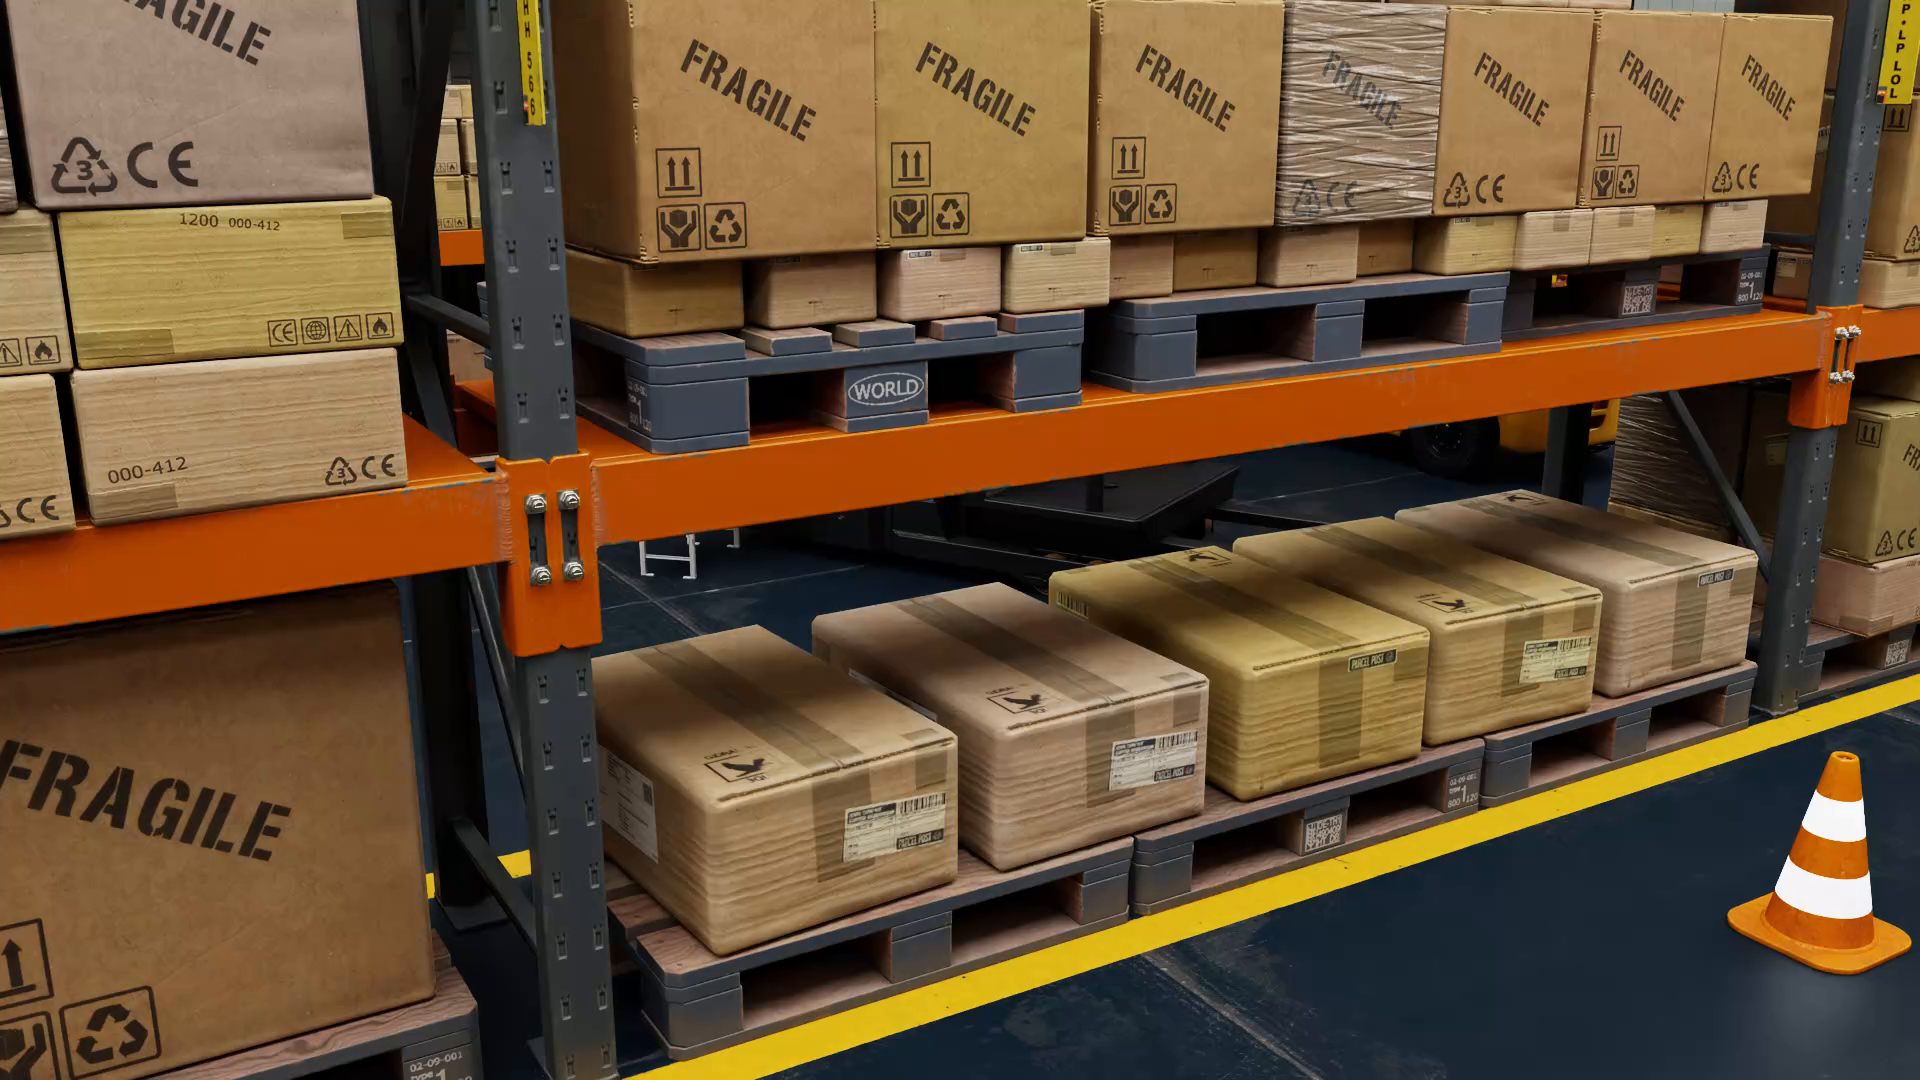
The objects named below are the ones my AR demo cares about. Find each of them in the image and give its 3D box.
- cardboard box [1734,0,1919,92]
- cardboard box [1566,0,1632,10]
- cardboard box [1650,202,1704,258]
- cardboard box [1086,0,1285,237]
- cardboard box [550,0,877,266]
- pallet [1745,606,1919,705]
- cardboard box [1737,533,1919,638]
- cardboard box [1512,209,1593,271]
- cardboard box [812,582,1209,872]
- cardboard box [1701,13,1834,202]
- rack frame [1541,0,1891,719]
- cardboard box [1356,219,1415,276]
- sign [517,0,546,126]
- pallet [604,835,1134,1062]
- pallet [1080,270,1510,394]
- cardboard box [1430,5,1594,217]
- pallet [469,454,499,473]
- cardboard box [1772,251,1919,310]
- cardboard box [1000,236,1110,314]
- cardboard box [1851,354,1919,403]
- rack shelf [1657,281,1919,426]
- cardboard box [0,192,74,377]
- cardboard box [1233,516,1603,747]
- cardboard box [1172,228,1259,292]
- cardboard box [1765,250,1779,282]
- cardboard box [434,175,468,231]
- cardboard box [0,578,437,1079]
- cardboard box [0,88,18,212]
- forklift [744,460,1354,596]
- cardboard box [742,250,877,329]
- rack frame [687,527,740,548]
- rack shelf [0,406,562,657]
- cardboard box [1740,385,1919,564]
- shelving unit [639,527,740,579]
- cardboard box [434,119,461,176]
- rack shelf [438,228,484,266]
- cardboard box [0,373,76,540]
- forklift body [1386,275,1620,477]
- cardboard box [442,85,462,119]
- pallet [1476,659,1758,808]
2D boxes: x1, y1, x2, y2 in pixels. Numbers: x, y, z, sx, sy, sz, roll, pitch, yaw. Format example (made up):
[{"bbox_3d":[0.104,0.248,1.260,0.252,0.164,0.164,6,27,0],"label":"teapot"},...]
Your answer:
[{"bbox_3d":[2.905,-1.675,5.239,0.500,0.500,0.700,-9,18,-30],"label":"cardboard box"},{"bbox_3d":[1.552,-1.482,4.422,0.250,0.149,0.380,-10,18,-31],"label":"cardboard box"},{"bbox_3d":[1.882,-0.904,4.766,0.250,0.149,0.380,-10,18,-31],"label":"cardboard box"},{"bbox_3d":[0.387,-0.987,3.859,0.500,0.500,0.500,-9,18,-29],"label":"cardboard box"},{"bbox_3d":[-0.508,-0.838,3.326,0.500,0.500,0.500,-10,18,-31],"label":"cardboard box"},{"bbox_3d":[2.973,0.250,6.127,1.213,0.211,1.003,-9,18,-30],"label":"pallet"},{"bbox_3d":[3.061,0.111,5.772,0.500,0.250,0.500,-10,19,-32],"label":"cardboard box"},{"bbox_3d":[1.463,-0.824,4.479,0.250,0.149,0.380,-9,18,-29],"label":"cardboard box"},{"bbox_3d":[0.105,0.447,4.347,0.625,0.372,0.950,-10,18,-31],"label":"cardboard box"},{"bbox_3d":[2.138,-1.267,4.859,0.500,0.500,0.500,-10,18,-31],"label":"cardboard box"},{"bbox_3d":[2.416,-0.991,5.388,0.127,3.000,1.000,-9,18,-30],"label":"rack frame"},{"bbox_3d":[0.956,-0.786,4.342,0.250,0.149,0.380,-10,18,-32],"label":"cardboard box"},{"bbox_3d":[-0.724,-0.865,2.792,0.005,0.325,0.100,-9,18,-30],"label":"sign"},{"bbox_3d":[-0.342,0.799,4.167,1.213,0.211,1.003,-9,18,-30],"label":"pallet"},{"bbox_3d":[0.663,-0.627,4.446,1.213,0.211,1.003,-9,18,-30],"label":"pallet"},{"bbox_3d":[1.268,-1.128,4.361,0.500,0.500,0.500,-9,18,-28],"label":"cardboard box"},{"bbox_3d":[-2.847,-0.346,8.252,1.213,0.211,1.003,-9,18,-30],"label":"pallet"},{"bbox_3d":[2.851,-0.840,5.313,0.250,0.149,0.380,-9,18,-30],"label":"cardboard box"},{"bbox_3d":[0.126,-0.611,3.719,0.250,0.149,0.380,-9,18,-29],"label":"cardboard box"},{"bbox_3d":[3.199,-0.566,5.596,0.250,0.149,0.380,-9,18,-29],"label":"cardboard box"},{"bbox_3d":[4.130,-0.923,6.477,4.000,0.370,1.077,-9,18,-30],"label":"rack shelf"},{"bbox_3d":[-1.735,-0.405,2.650,0.500,0.250,0.500,-10,18,-31],"label":"cardboard box"},{"bbox_3d":[1.353,0.246,5.064,0.625,0.372,0.950,-8,18,-26],"label":"cardboard box"},{"bbox_3d":[0.514,-0.711,4.075,0.250,0.149,0.380,-8,18,-28],"label":"cardboard box"},{"bbox_3d":[2.745,-1.022,5.962,0.250,0.149,0.380,-9,18,-28],"label":"cardboard box"},{"bbox_3d":[-2.633,-1.585,7.783,0.500,0.250,0.500,-10,18,-31],"label":"cardboard box"},{"bbox_3d":[-1.648,0.463,3.361,0.875,0.875,0.875,-9,18,-30],"label":"cardboard box"},{"bbox_3d":[-1.757,-0.759,2.522,0.500,0.500,0.500,-9,18,-29],"label":"cardboard box"},{"bbox_3d":[0.540,-1.327,6.715,3.031,2.935,1.130,9,18,29],"label":"forklift"},{"bbox_3d":[-0.379,-0.550,3.502,0.250,0.149,0.380,-11,19,-33],"label":"cardboard box"},{"bbox_3d":[-1.085,-0.553,7.160,0.240,1.200,0.015,4,16,13],"label":"rack frame"},{"bbox_3d":[-2.727,0.189,2.510,4.000,0.370,1.077,-9,18,-30],"label":"rack shelf"},{"bbox_3d":[3.061,-0.250,5.671,0.500,0.500,0.500,-8,18,-27],"label":"cardboard box"},{"bbox_3d":[-1.144,-0.489,6.932,0.258,1.200,0.503,4,16,13],"label":"shelving unit"},{"bbox_3d":[-2.636,-1.826,7.718,0.500,0.250,0.500,-9,18,-28],"label":"cardboard box"},{"bbox_3d":[-1.858,-1.515,8.588,4.000,0.370,1.077,-9,18,-30],"label":"rack shelf"},{"bbox_3d":[-1.742,-0.158,2.693,0.500,0.250,0.500,-9,18,-29],"label":"cardboard box"},{"bbox_3d":[2.599,-1.601,9.135,1.214,2.155,2.313,-9,18,-30],"label":"forklift body"},{"bbox_3d":[-2.495,-2.038,7.735,0.250,0.149,0.380,-9,18,-29],"label":"cardboard box"},{"bbox_3d":[1.749,0.460,5.377,1.213,0.211,1.003,-9,18,-30],"label":"pallet"}]
